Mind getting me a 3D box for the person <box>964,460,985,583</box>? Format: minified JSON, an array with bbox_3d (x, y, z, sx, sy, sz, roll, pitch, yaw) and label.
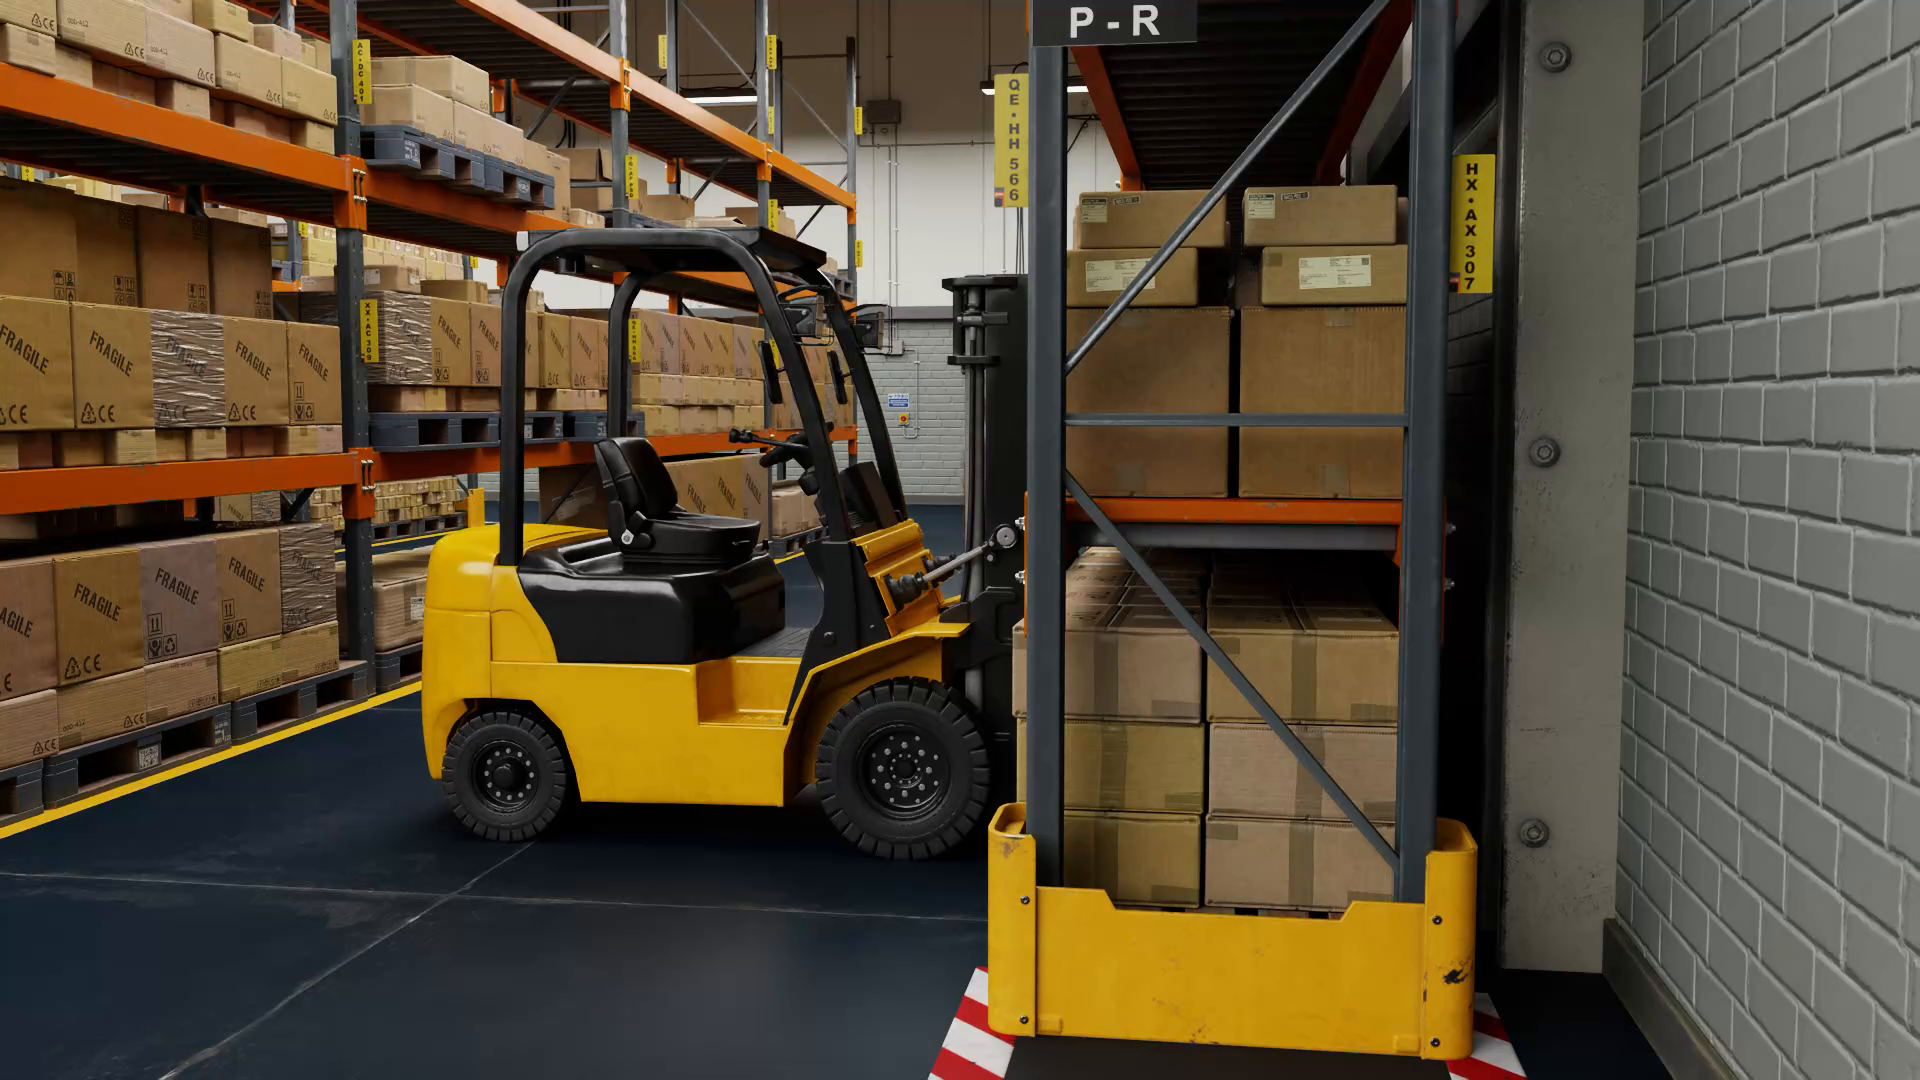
[{"bbox_3d":[0.274,-0.222,11.661,0.493,1.672,0.437,1,5,6],"label":"person"}]
